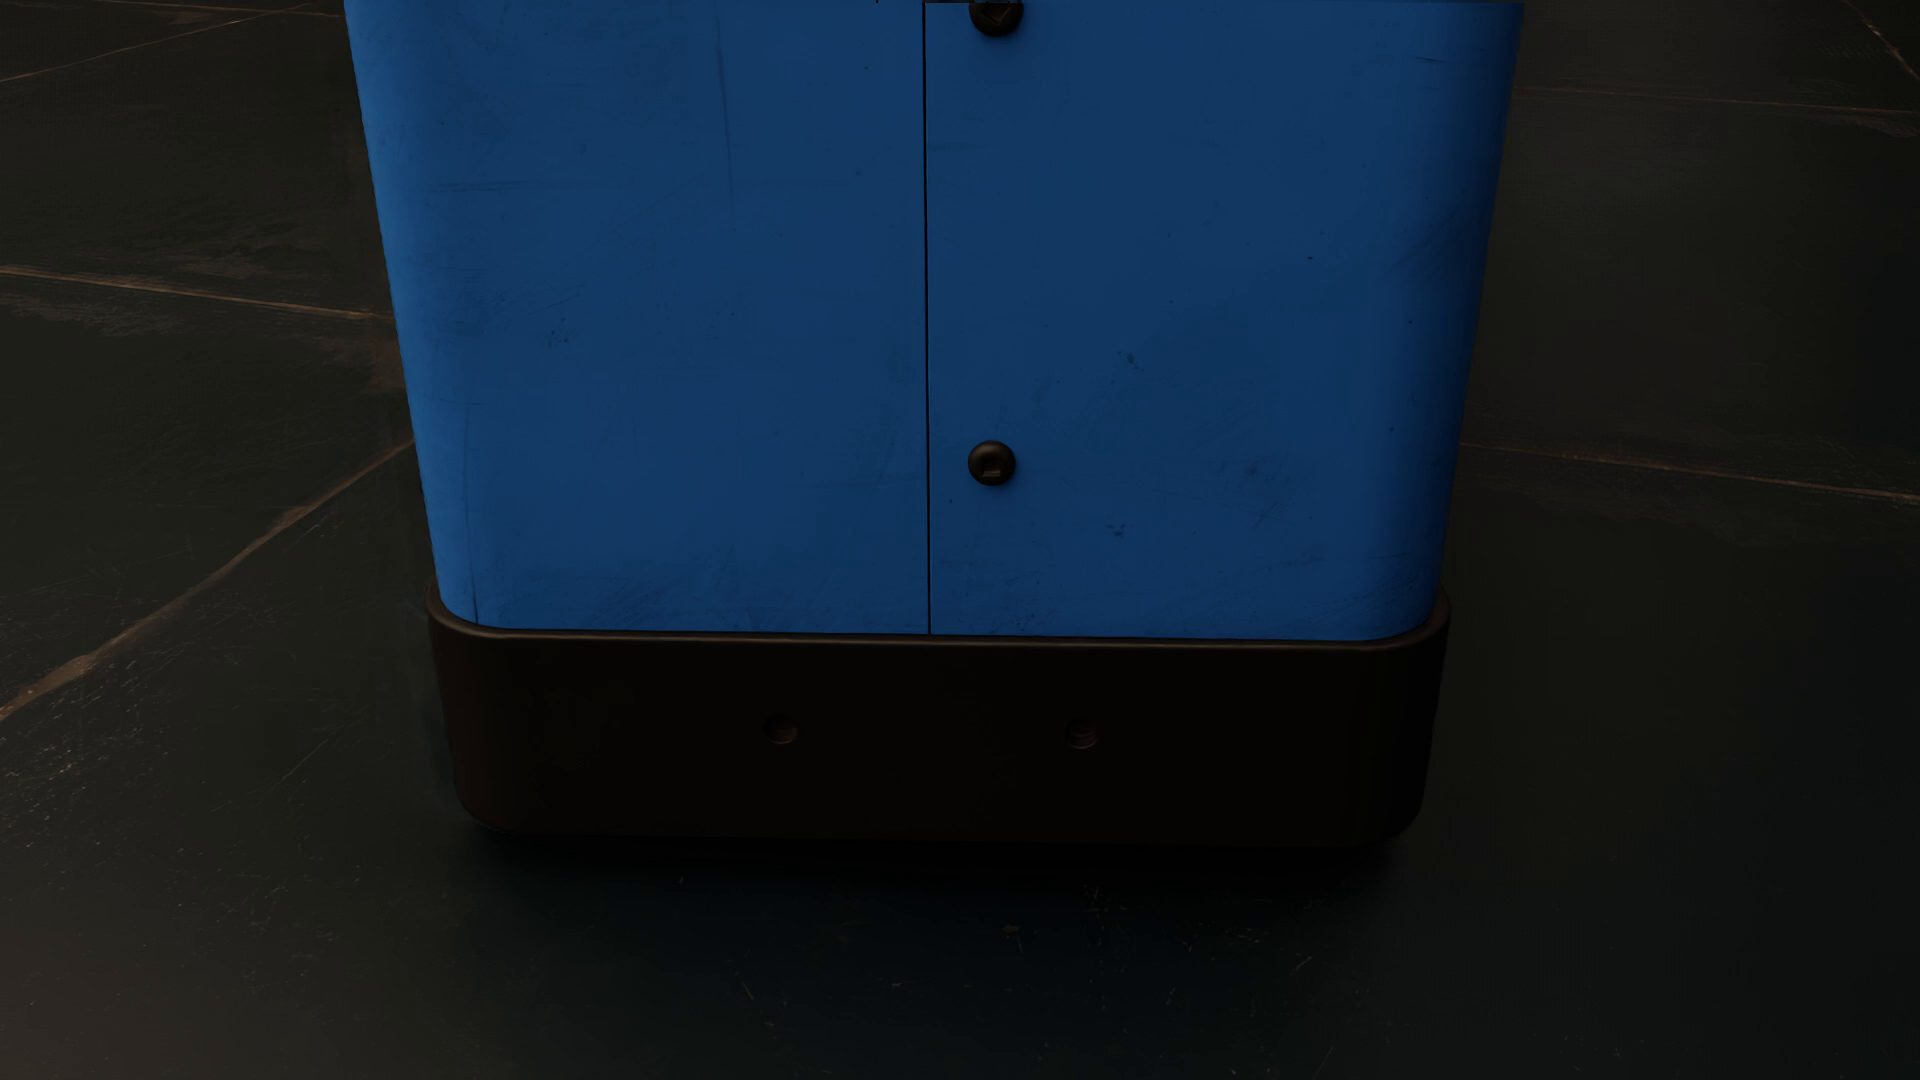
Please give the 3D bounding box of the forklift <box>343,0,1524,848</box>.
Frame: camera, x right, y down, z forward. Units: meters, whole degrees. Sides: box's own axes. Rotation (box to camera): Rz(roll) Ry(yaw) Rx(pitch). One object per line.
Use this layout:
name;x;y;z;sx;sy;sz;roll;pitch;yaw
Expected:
forklift;0.014;-1.616;2.442;1.130;2.935;3.031;1;27;1
